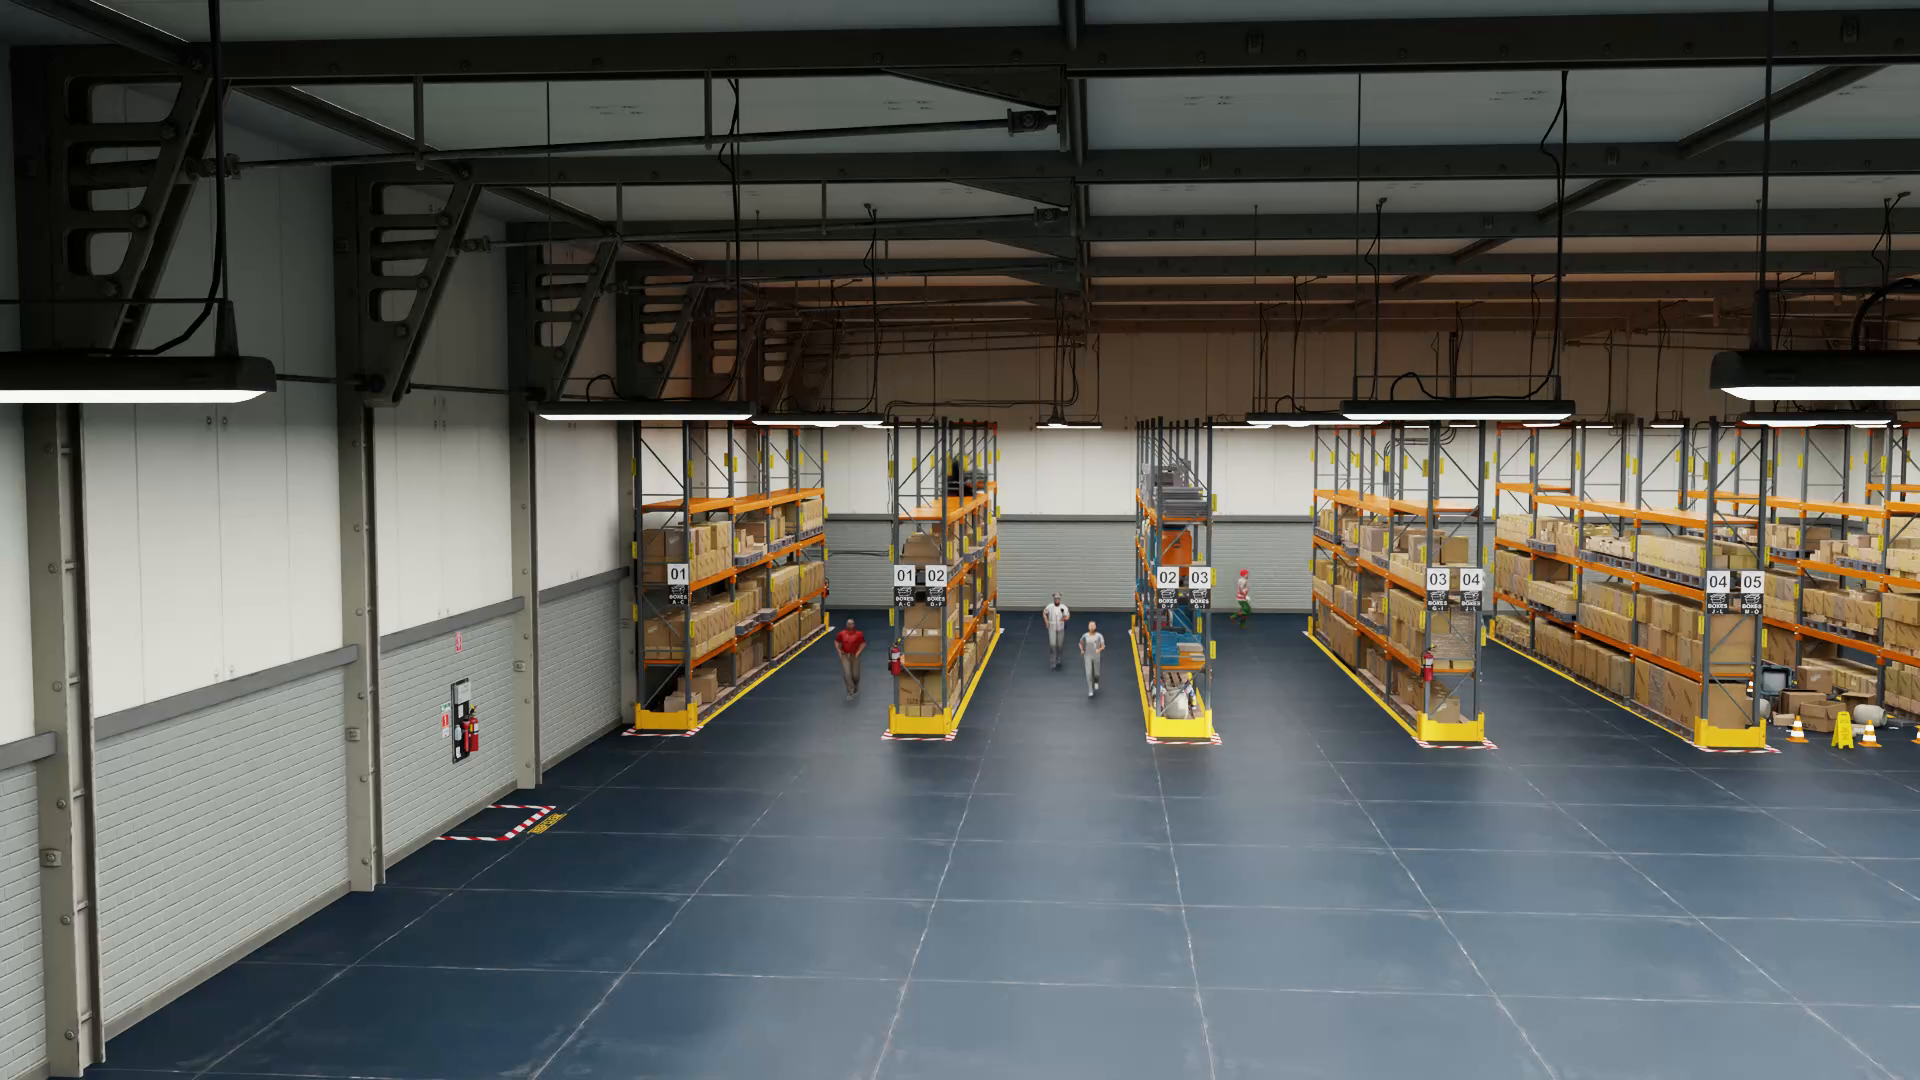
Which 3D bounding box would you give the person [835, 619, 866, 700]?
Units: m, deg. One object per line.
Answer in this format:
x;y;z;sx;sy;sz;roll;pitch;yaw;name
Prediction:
-2.363;2.546;35.744;0.672;1.712;0.668;0;4;-2;person

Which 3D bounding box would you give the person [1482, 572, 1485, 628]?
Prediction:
14.714;1.753;47.630;0.704;1.758;0.786;1;4;10;person

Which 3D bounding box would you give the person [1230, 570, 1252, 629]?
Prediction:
8.113;1.722;48.159;0.632;1.736;0.648;0;4;1;person

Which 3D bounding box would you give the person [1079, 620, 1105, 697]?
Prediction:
2.851;2.554;36.034;0.569;1.625;0.668;0;4;7;person

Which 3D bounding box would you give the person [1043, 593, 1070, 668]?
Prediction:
2.360;2.205;40.592;0.648;1.855;0.719;0;4;0;person
